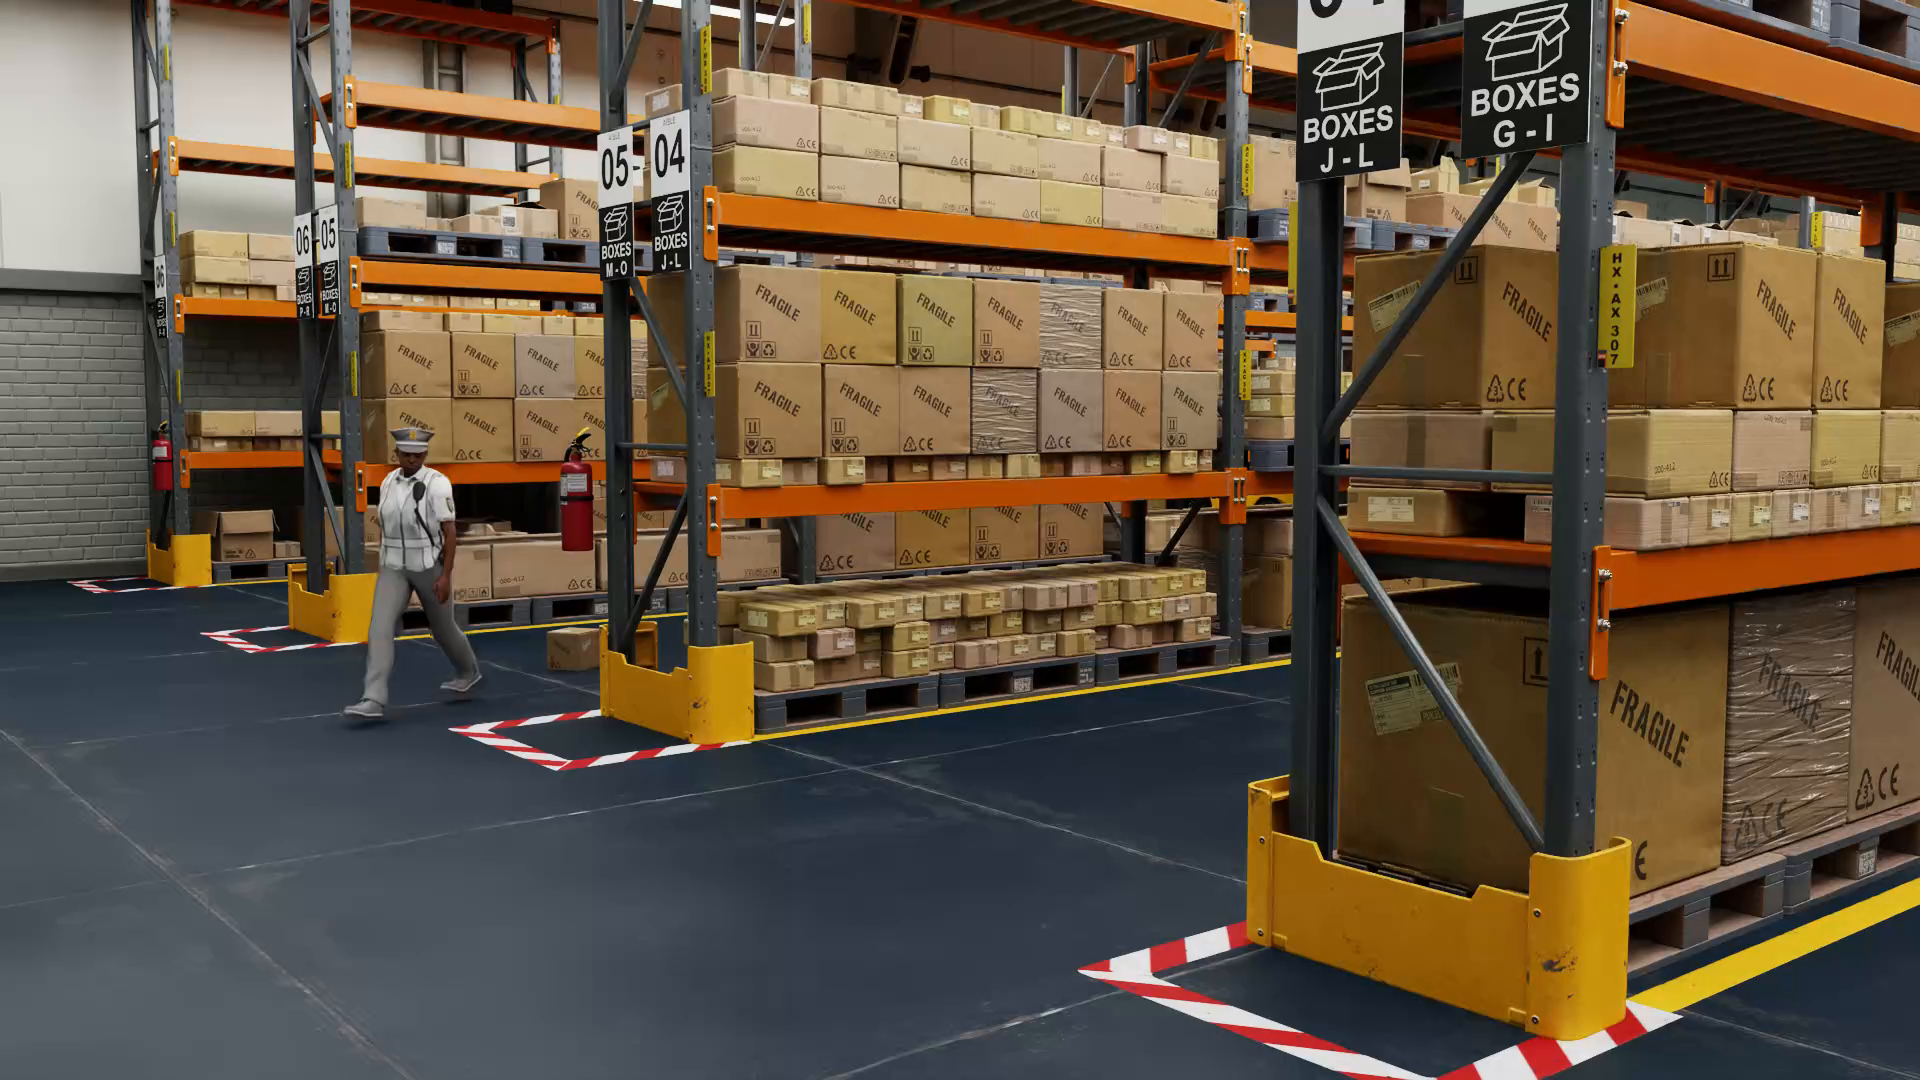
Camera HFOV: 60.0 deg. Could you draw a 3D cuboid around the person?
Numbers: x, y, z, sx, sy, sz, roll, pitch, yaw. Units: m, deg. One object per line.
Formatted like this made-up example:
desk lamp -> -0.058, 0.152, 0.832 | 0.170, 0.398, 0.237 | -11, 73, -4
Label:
person -> -3.073, 0.167, 9.308 | 0.543, 1.595, 1.063 | 1, 4, 7
